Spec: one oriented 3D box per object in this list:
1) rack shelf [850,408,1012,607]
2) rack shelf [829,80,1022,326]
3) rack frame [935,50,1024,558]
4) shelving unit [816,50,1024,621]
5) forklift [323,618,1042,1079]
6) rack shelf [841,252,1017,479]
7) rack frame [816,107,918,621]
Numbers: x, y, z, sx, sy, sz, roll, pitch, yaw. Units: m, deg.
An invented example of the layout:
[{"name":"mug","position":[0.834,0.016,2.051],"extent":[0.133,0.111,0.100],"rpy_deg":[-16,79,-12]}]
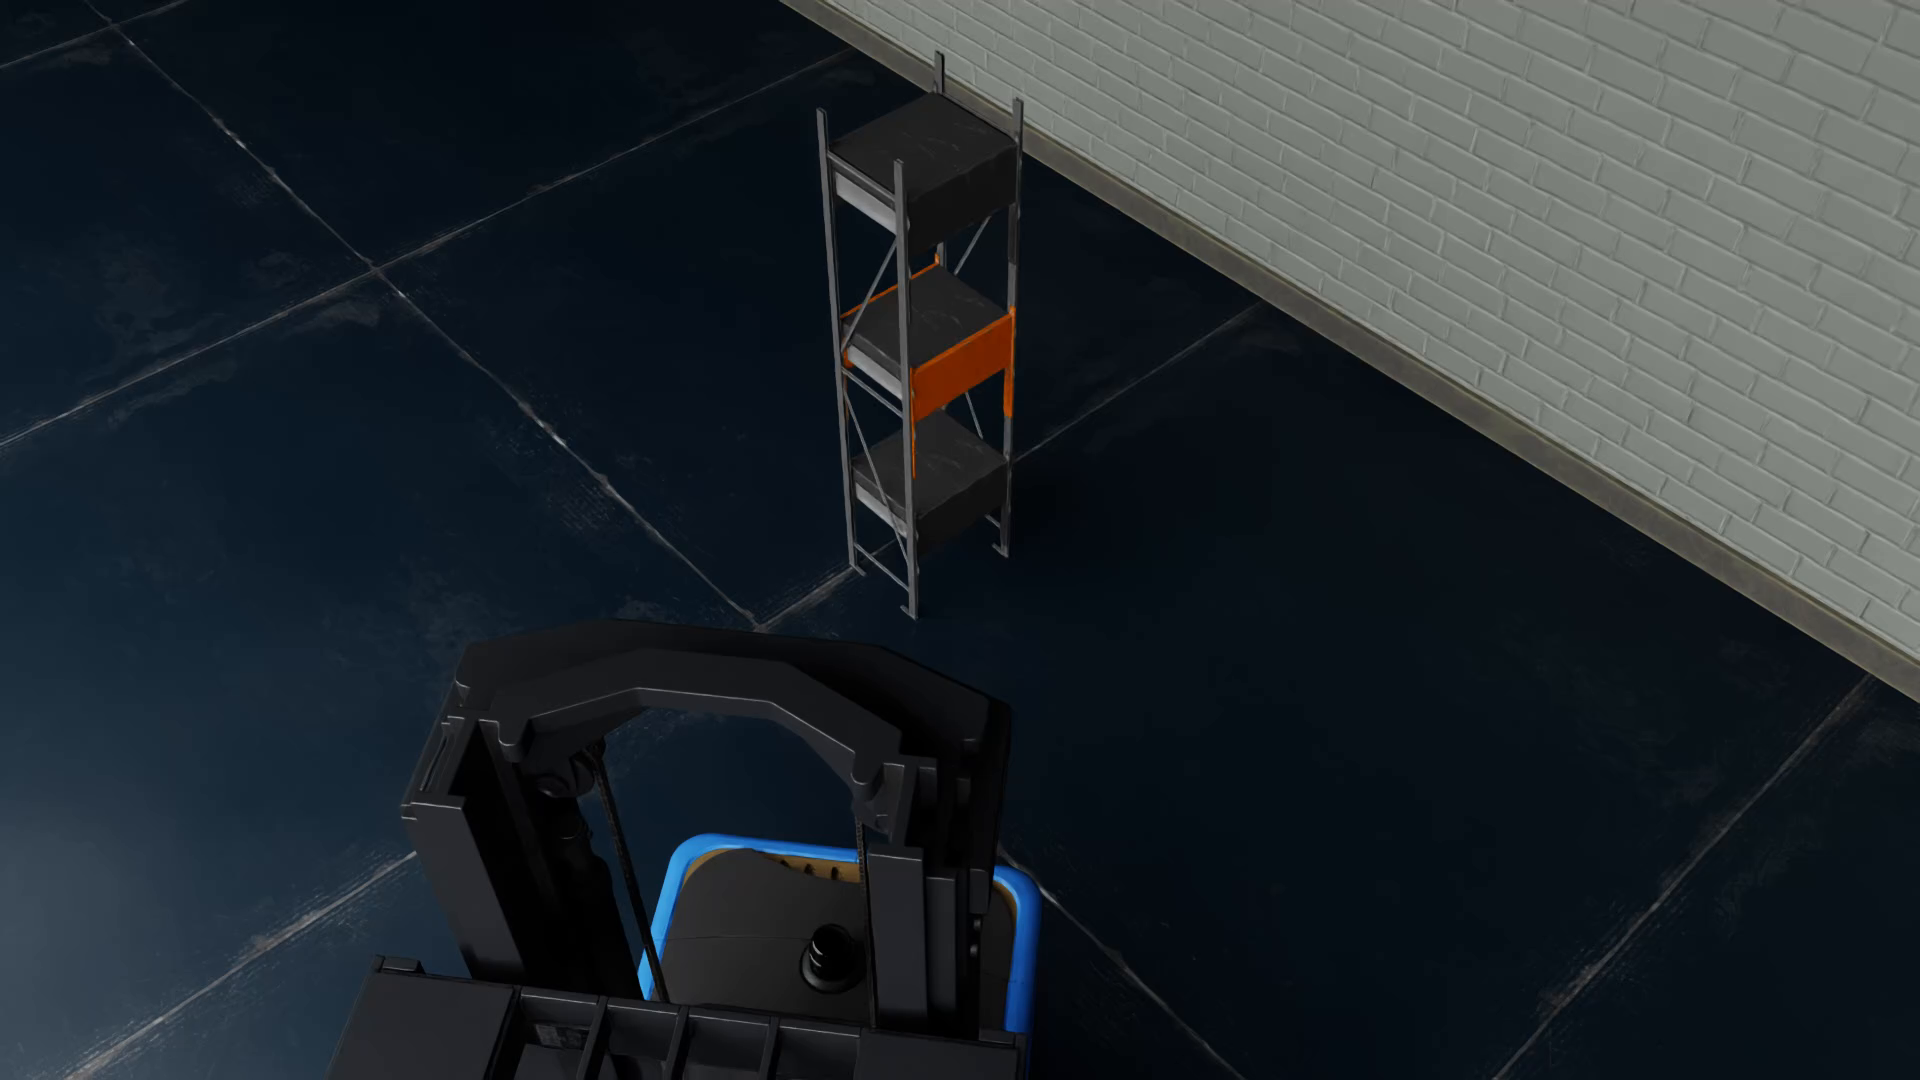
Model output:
[{"name":"rack shelf","position":[-0.122,-0.146,6.427],"extent":[0.480,0.518,0.431],"rpy_deg":[-34,56,-27]},{"name":"rack shelf","position":[-0.122,-1.096,5.398],"extent":[0.480,0.518,0.431],"rpy_deg":[-34,56,-27]},{"name":"rack frame","position":[0.058,-0.751,6.014],"extent":[0.015,2.100,0.400],"rpy_deg":[-34,56,-27]},{"name":"shelving unit","position":[-0.122,-0.630,5.903],"extent":[0.503,2.100,0.431],"rpy_deg":[-34,56,-27]},{"name":"forklift","position":[-0.467,1.652,3.231],"extent":[1.130,2.935,3.031],"rpy_deg":[5,48,5]},{"name":"rack shelf","position":[-0.122,-0.621,5.913],"extent":[0.480,0.518,0.431],"rpy_deg":[-34,56,-27]},{"name":"rack frame","position":[-0.303,-0.510,5.791],"extent":[0.015,2.100,0.400],"rpy_deg":[-34,56,-27]}]
